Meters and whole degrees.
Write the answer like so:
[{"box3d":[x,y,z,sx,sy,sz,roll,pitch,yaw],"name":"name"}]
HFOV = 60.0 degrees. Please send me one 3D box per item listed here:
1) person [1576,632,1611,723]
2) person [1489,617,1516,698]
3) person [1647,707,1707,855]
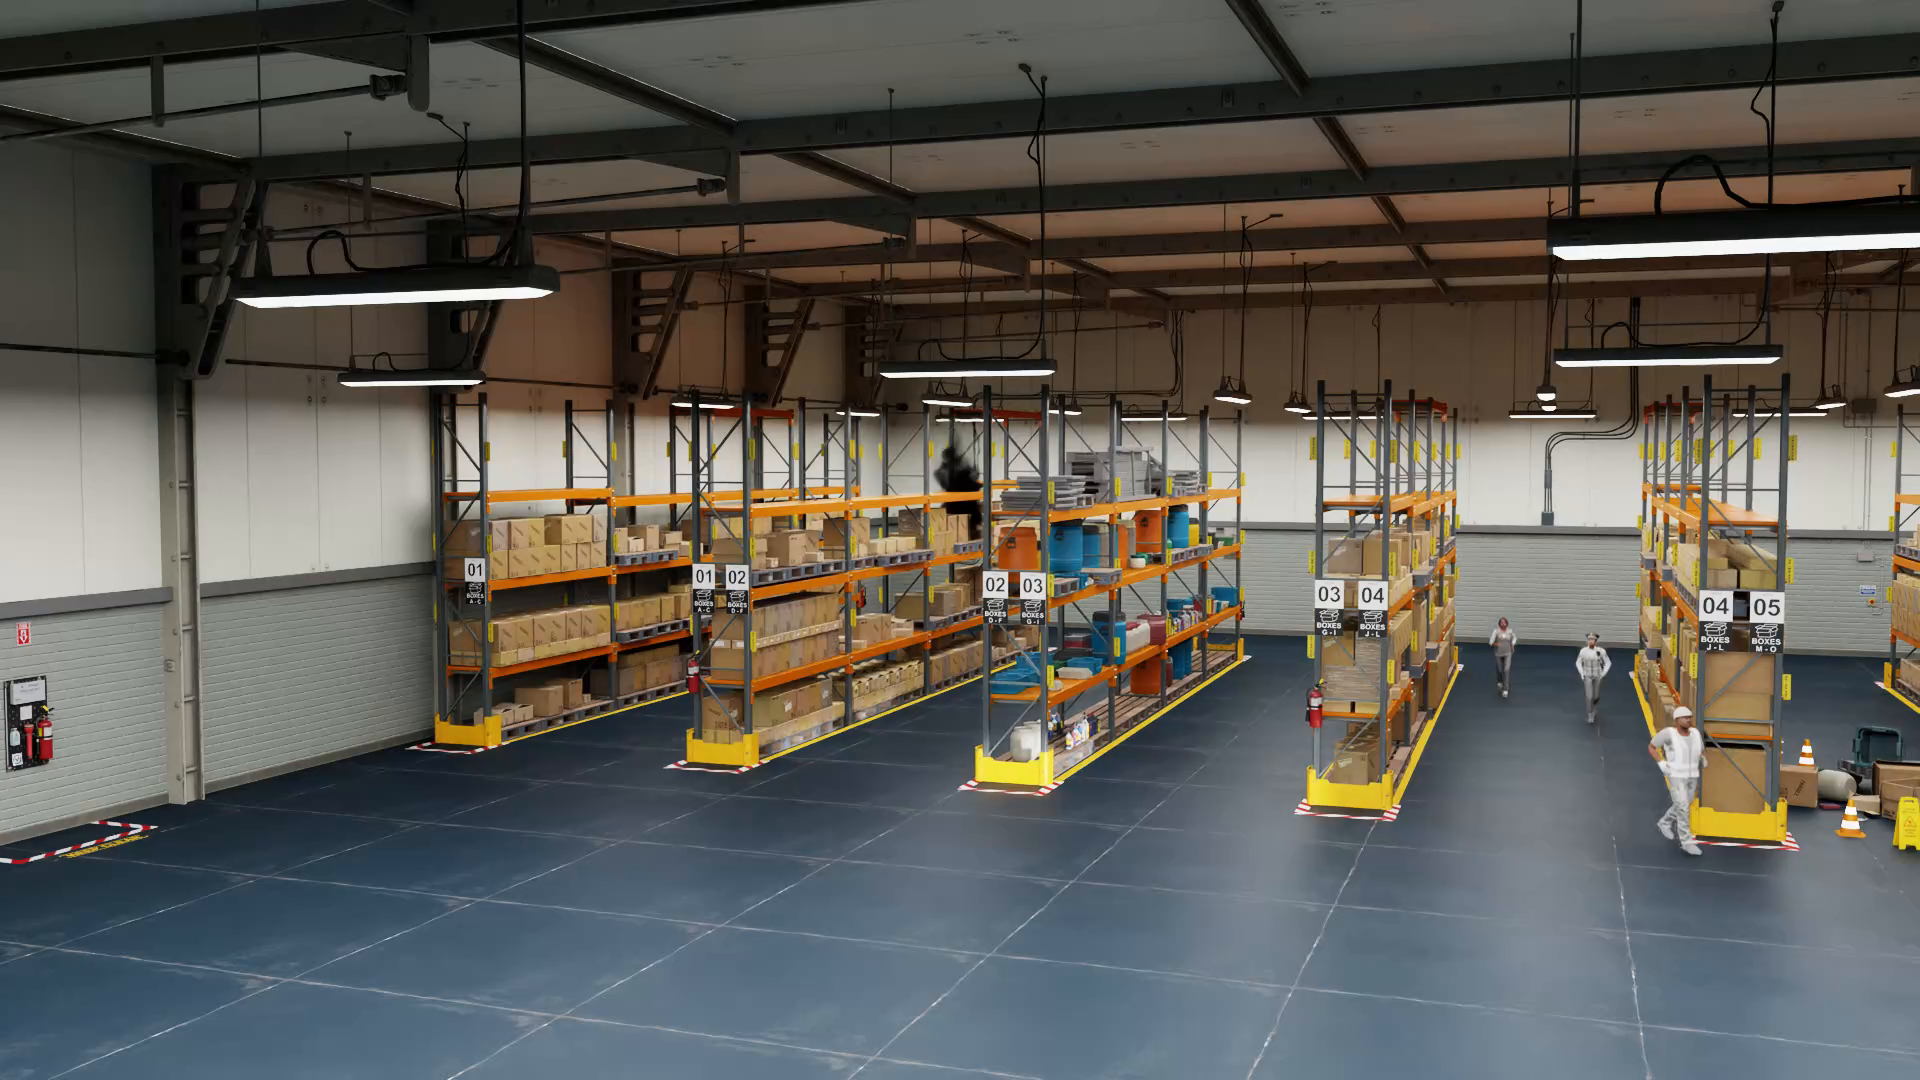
[{"box3d":[11.758,2.536,30.898,0.616,1.673,0.538,1,3,24],"name":"person"},{"box3d":[11.095,2.373,33.987,0.537,1.596,0.877,1,3,15],"name":"person"},{"box3d":[9.037,2.968,20.862,0.692,1.776,0.921,-1,3,-14],"name":"person"}]
